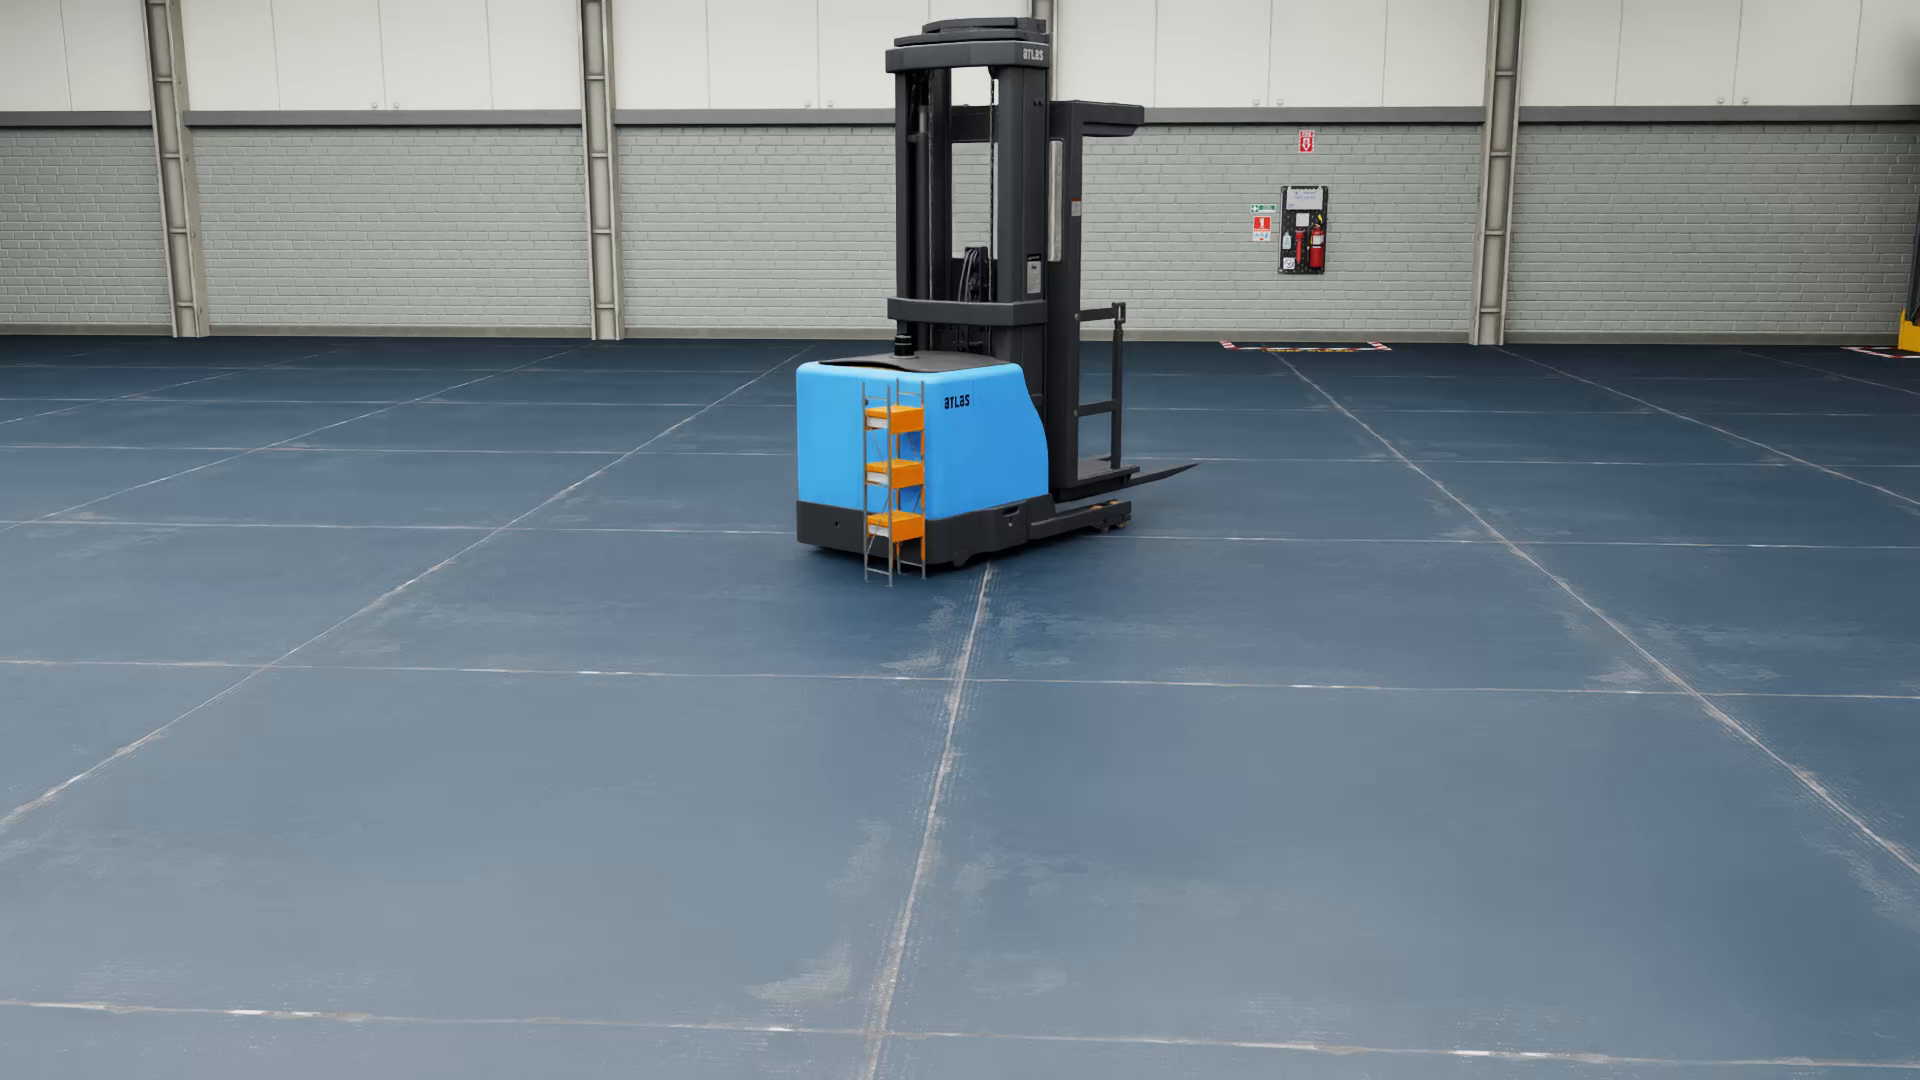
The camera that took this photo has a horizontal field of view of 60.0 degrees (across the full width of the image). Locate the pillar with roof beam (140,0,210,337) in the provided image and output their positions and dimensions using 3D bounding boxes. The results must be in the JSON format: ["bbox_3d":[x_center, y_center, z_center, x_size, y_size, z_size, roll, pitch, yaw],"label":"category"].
[{"bbox_3d":[-11.170,-6.411,18.438,0.400,9.000,9.100,1,12,4],"label":"pillar with roof beam"}]

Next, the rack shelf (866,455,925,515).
[{"bbox_3d":[-0.342,-0.288,8.629,0.215,0.259,0.240,11,17,42],"label":"rack shelf"}]

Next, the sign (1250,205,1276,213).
[{"bbox_3d":[4.073,-4.453,22.348,0.331,0.109,0.001,1,12,4],"label":"sign"}]

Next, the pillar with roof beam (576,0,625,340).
[{"bbox_3d":[-5.184,-6.329,18.045,0.400,9.000,9.100,1,12,4],"label":"pillar with roof beam"}]

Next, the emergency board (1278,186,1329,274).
[{"bbox_3d":[4.614,-4.149,22.278,0.643,1.169,0.194,1,12,4],"label":"emergency board"}]

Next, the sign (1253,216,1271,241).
[{"bbox_3d":[4.069,-4.195,22.411,0.234,0.329,0.001,1,12,4],"label":"sign"}]

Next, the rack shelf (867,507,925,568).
[{"bbox_3d":[-0.342,-0.017,8.687,0.215,0.259,0.240,11,17,42],"label":"rack shelf"}]

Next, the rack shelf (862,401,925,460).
[{"bbox_3d":[-0.343,-0.566,8.568,0.215,0.259,0.240,11,17,42],"label":"rack shelf"}]

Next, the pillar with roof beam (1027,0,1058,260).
[{"bbox_3d":[0.803,-6.247,17.653,0.400,9.000,9.100,1,12,4],"label":"pillar with roof beam"}]

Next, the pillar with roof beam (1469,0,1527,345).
[{"bbox_3d":[6.789,-6.165,17.260,0.400,9.000,9.100,1,12,4],"label":"pillar with roof beam"}]

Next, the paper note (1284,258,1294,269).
[{"bbox_3d":[4.442,-3.735,22.447,0.142,0.148,0.016,1,12,4],"label":"paper note"}]

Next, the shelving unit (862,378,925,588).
[{"bbox_3d":[-0.342,-0.299,8.626,0.215,1.050,0.252,11,17,42],"label":"shelving unit"}]

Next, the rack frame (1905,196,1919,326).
[{"bbox_3d":[12.307,-3.858,20.888,0.127,3.000,1.000,1,12,4],"label":"rack frame"}]

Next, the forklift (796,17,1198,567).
[{"bbox_3d":[0.392,-1.534,9.944,1.130,2.935,3.031,9,15,38],"label":"forklift"}]

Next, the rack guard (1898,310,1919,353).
[{"bbox_3d":[12.383,-2.634,21.139,0.348,0.500,1.175,1,12,4],"label":"rack guard"}]

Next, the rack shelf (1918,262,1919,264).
[{"bbox_3d":[14.303,-3.479,20.830,4.000,0.370,1.077,1,12,4],"label":"rack shelf"}]

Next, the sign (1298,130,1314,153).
[{"bbox_3d":[4.612,-5.304,22.138,0.199,0.298,0.001,1,12,4],"label":"sign"}]

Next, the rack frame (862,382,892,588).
[{"bbox_3d":[-0.426,-0.280,8.539,0.200,1.050,0.008,11,17,42],"label":"rack frame"}]

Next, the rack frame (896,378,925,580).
[{"bbox_3d":[-0.259,-0.318,8.713,0.200,1.050,0.008,11,17,42],"label":"rack frame"}]
